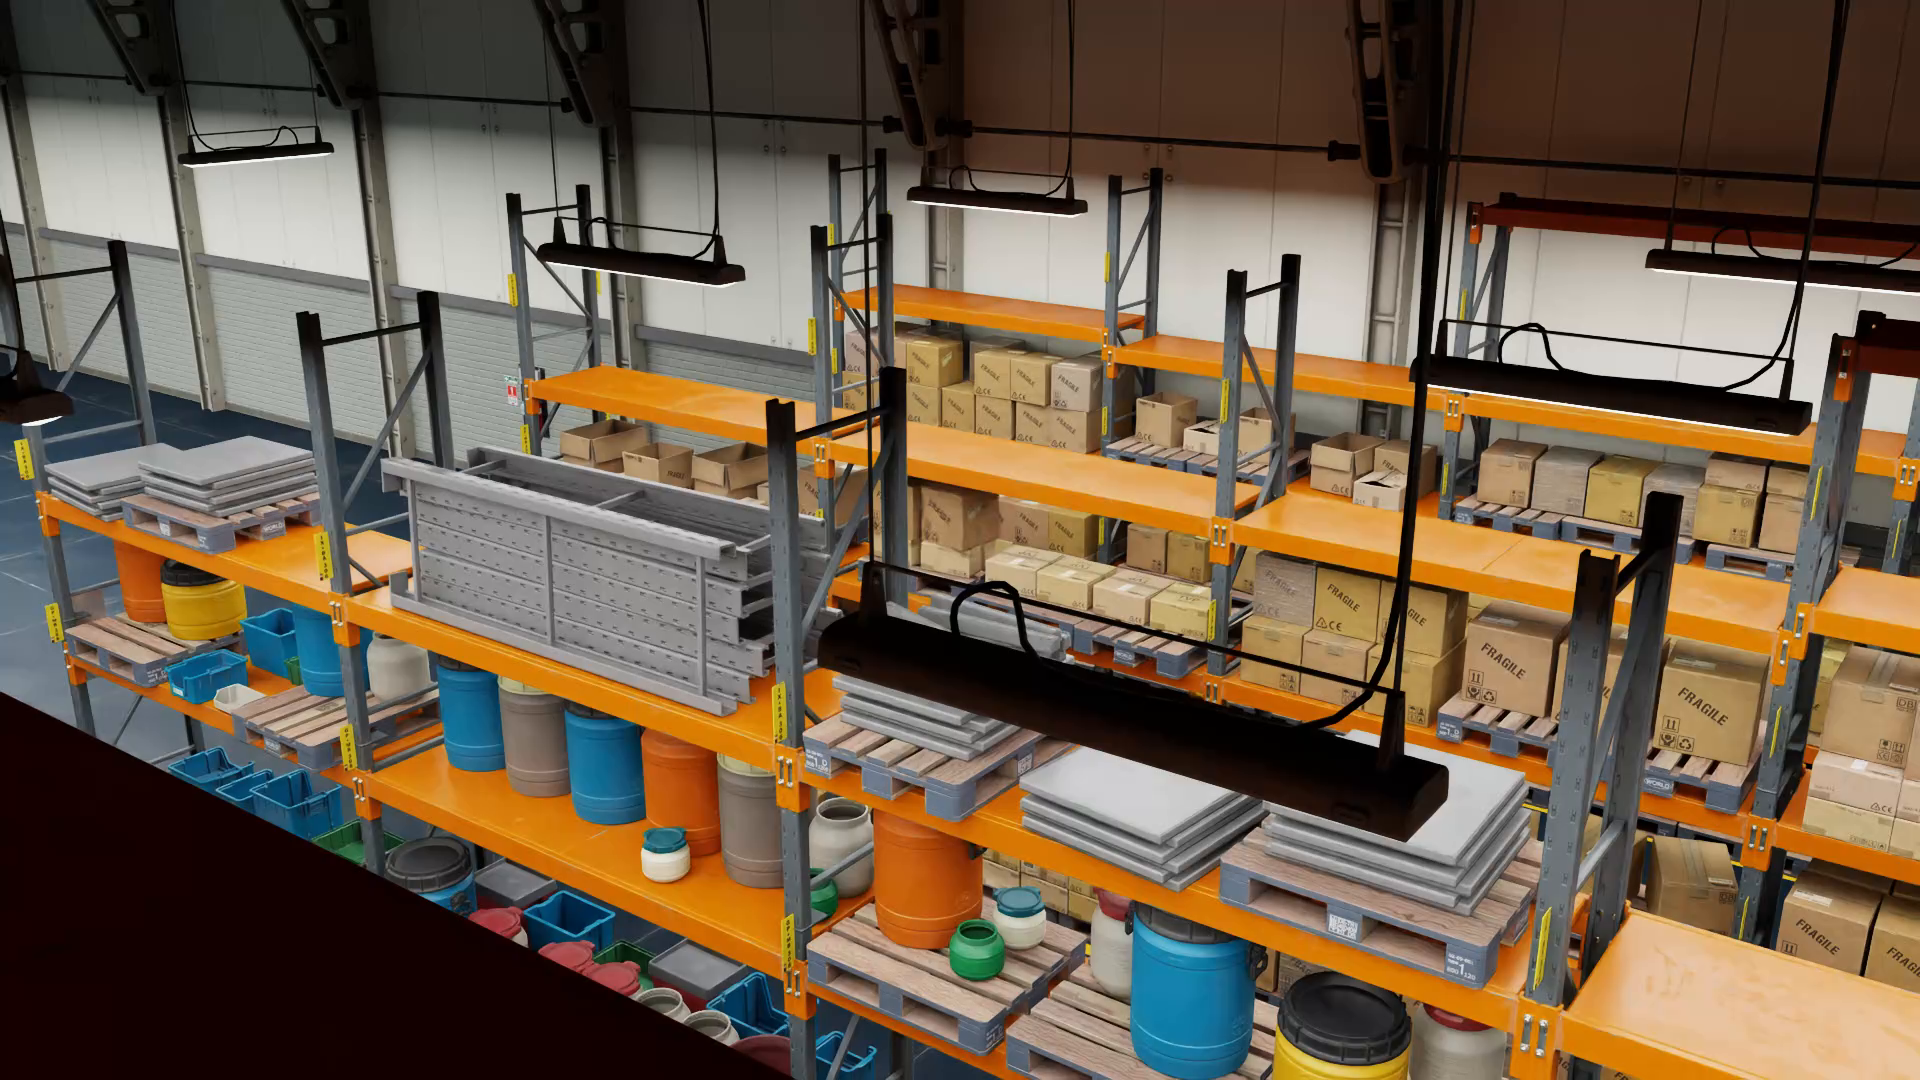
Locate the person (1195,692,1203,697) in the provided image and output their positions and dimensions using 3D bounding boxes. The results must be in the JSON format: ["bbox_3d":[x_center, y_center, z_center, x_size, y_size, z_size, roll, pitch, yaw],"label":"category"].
[{"bbox_3d":[2.372,1.751,15.993,0.670,0.879,0.454,-17,25,-42],"label":"person"}]
